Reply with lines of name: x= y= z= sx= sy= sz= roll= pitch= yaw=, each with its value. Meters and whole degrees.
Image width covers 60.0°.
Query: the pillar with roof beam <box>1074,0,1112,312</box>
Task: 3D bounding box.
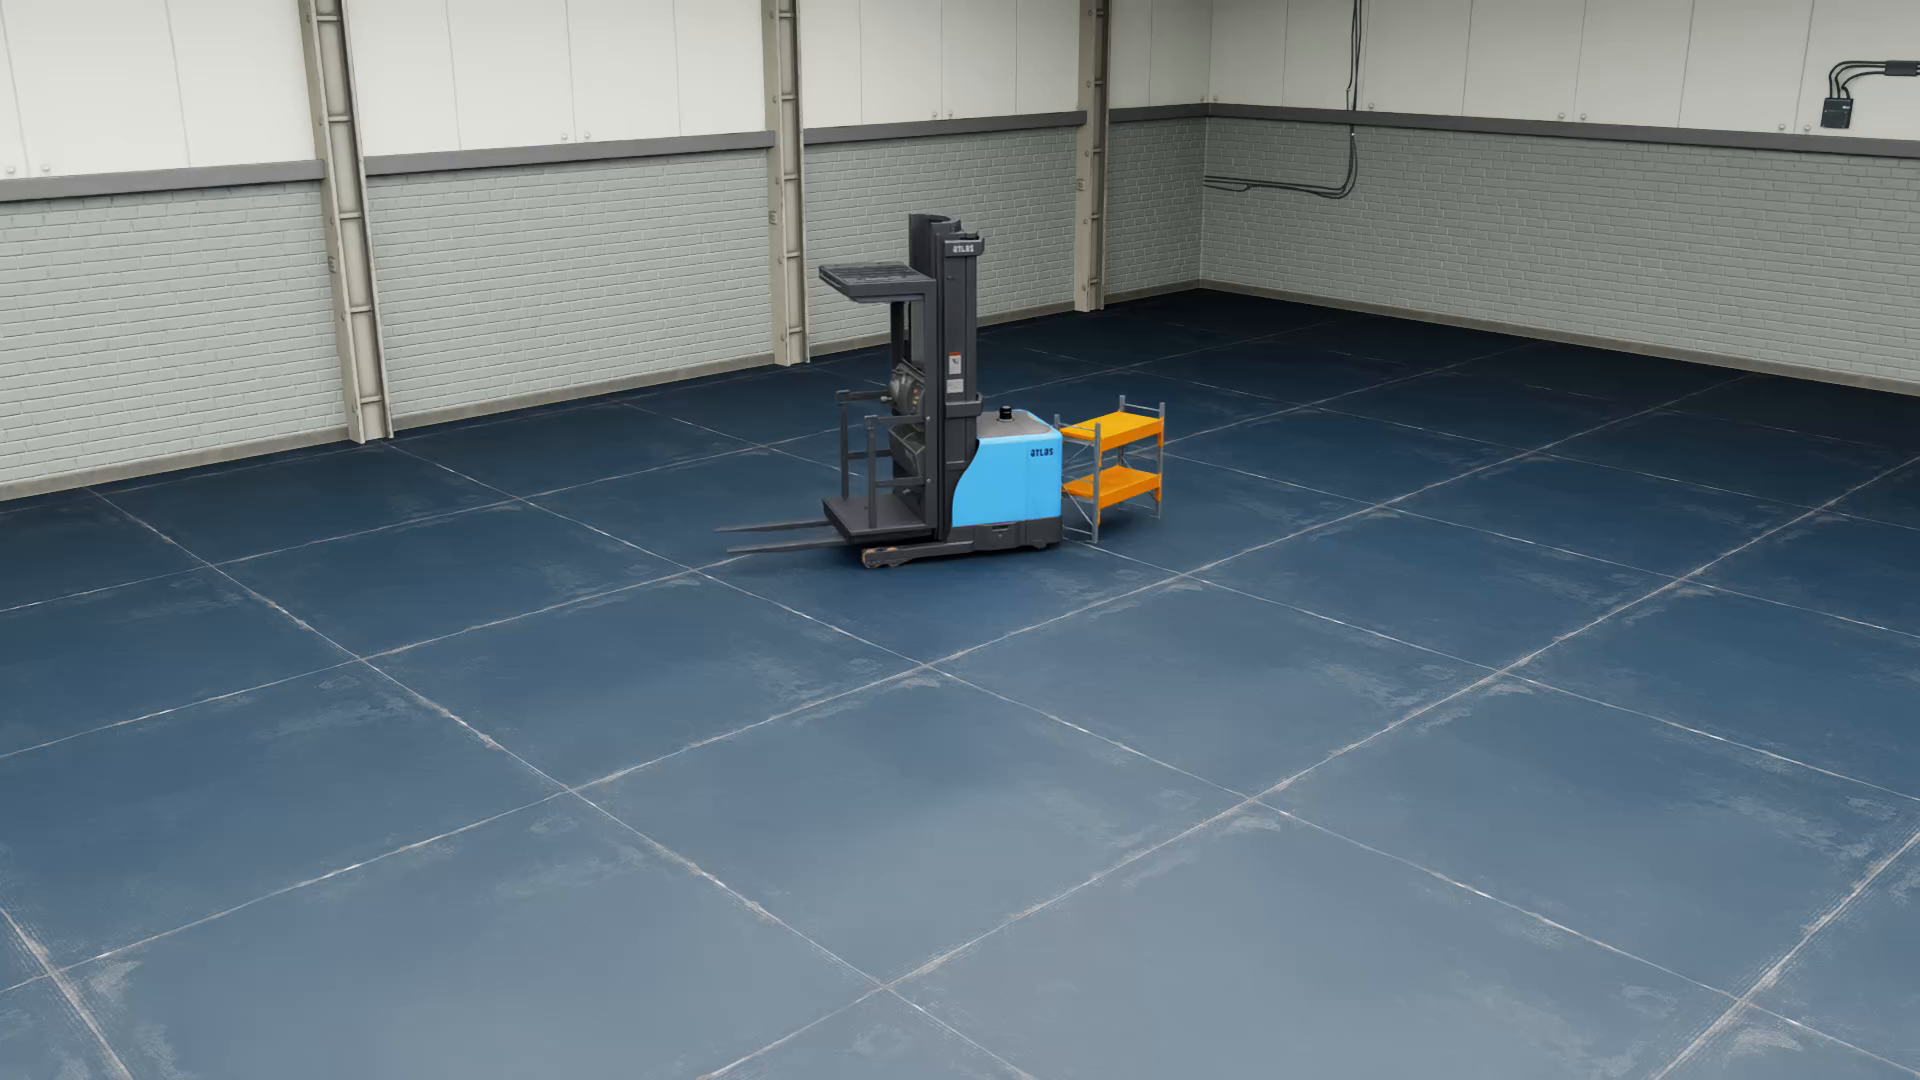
pillar with roof beam: x=5.017 y=-7.013 z=22.290 sx=0.400 sy=9.000 sz=9.100 roll=-16 pitch=24 yaw=-41

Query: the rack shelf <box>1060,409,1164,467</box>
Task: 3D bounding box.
rack shelf: x=1.389 y=-0.953 z=15.415 sx=0.538 sy=0.278 sz=1.000 roll=15 pitch=23 yaw=38

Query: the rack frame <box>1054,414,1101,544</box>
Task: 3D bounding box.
rack frame: x=1.057 y=-0.555 z=15.139 sx=0.500 sy=1.125 sz=0.032 roll=15 pitch=23 yaw=38

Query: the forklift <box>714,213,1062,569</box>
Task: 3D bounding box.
forklift: x=-0.654 y=-1.324 z=14.582 sx=3.031 sy=2.935 sz=1.130 roll=-6 pitch=19 yaw=-17

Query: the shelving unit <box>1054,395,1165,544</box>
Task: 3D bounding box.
shelving unit: x=1.389 y=-0.674 z=15.506 sx=0.538 sy=1.125 sz=1.048 roll=15 pitch=23 yaw=38

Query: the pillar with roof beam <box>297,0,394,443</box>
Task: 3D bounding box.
pillar with roof beam: x=-3.702 y=-4.470 z=14.448 sx=0.400 sy=9.000 sz=9.100 roll=-16 pitch=24 yaw=-41

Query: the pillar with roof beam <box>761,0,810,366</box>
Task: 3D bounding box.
pillar with roof beam: x=0.658 y=-5.742 z=18.369 sx=0.400 sy=9.000 sz=9.100 roll=-16 pitch=24 yaw=-41

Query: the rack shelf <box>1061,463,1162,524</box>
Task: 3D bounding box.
rack shelf: x=1.389 y=-0.442 z=15.581 sx=0.538 sy=0.278 sz=1.000 roll=15 pitch=23 yaw=38

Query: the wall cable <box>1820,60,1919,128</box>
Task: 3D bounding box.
wall cable: x=11.620 y=-7.793 z=19.180 sx=0.169 sy=6.003 sz=2.305 roll=-16 pitch=24 yaw=-41

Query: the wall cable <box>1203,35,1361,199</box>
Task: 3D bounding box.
wall cable: x=5.109 y=-6.829 z=26.756 sx=0.112 sy=2.526 sz=3.097 roll=-16 pitch=24 yaw=-41

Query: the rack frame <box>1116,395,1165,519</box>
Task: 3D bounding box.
rack frame: x=1.721 y=-0.793 z=15.872 sx=0.500 sy=1.125 sz=0.032 roll=15 pitch=23 yaw=38

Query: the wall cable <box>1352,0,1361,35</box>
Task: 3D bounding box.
wall cable: x=6.968 y=-8.625 z=24.107 sx=0.112 sy=2.526 sz=3.097 roll=-16 pitch=24 yaw=-41
